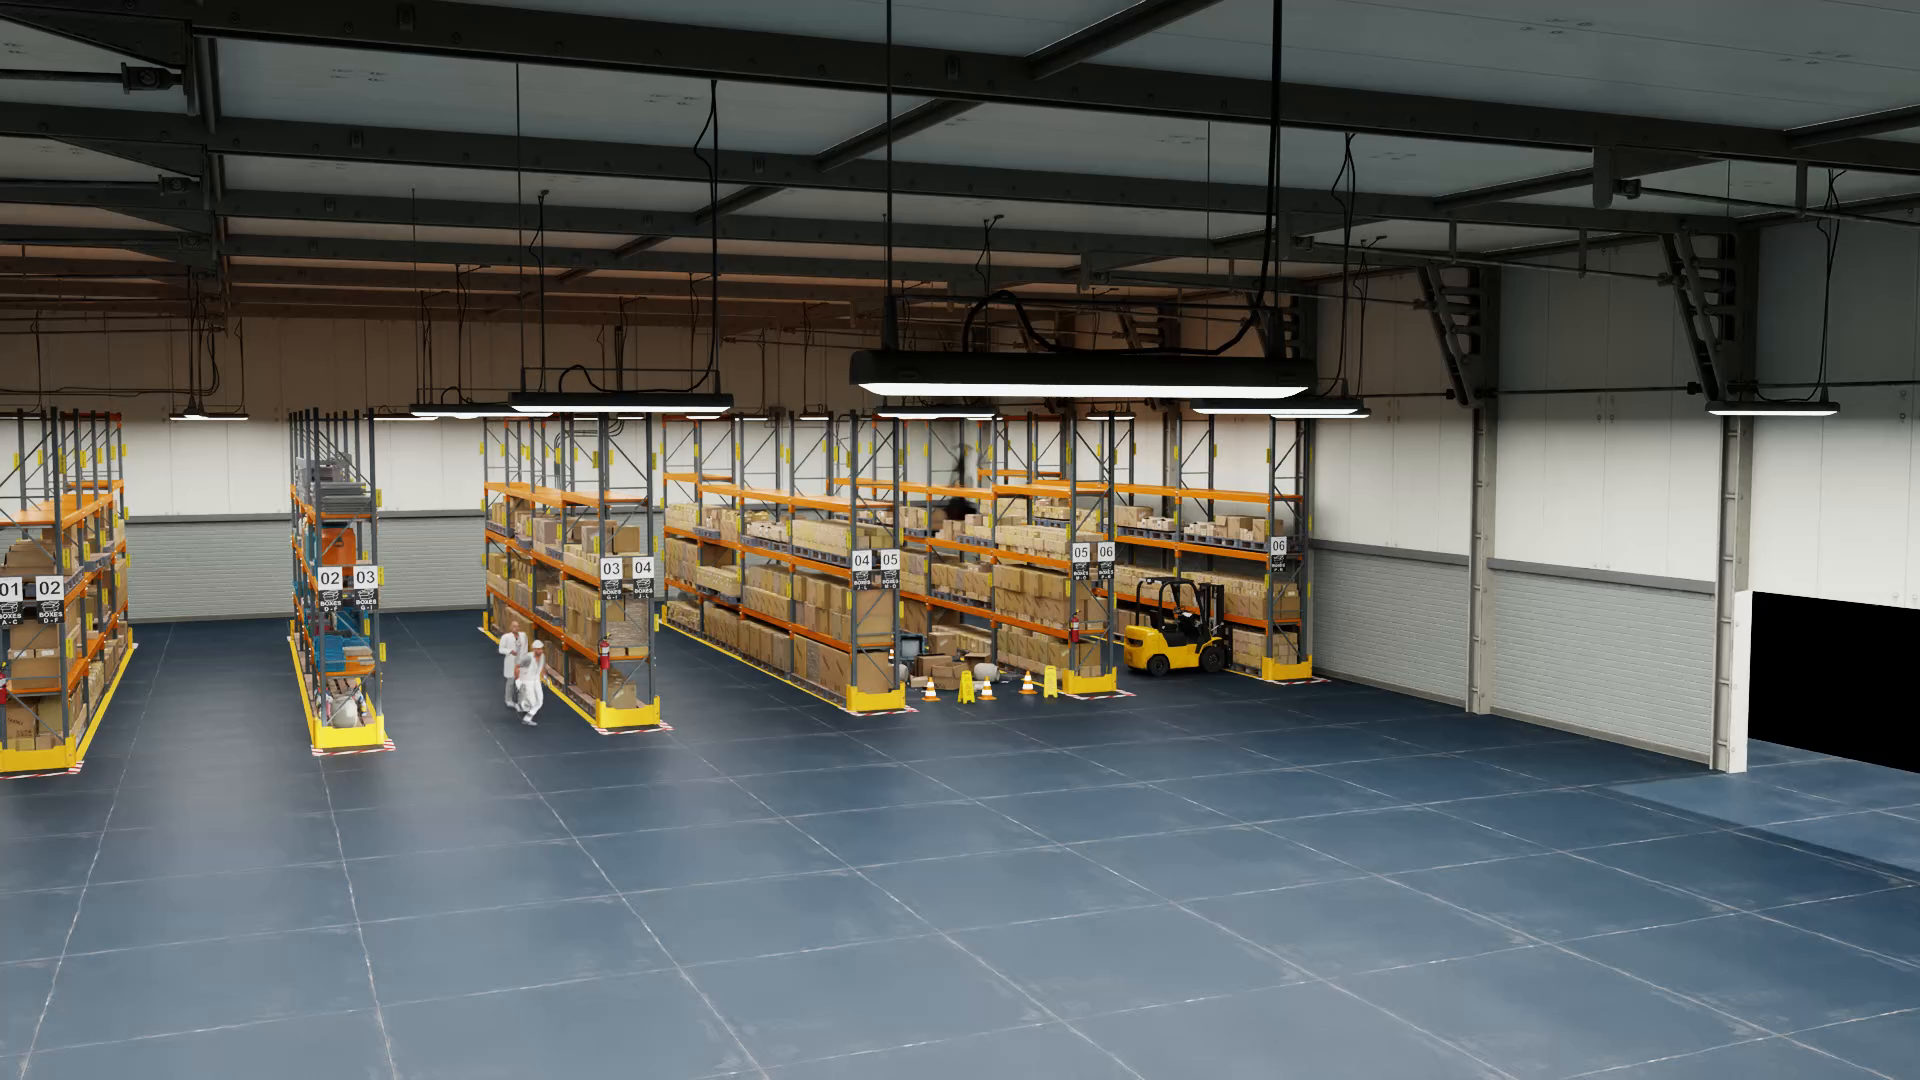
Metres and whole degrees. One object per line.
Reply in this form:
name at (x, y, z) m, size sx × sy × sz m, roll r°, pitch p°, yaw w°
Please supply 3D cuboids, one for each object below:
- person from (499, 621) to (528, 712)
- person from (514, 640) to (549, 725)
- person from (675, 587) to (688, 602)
person at (-8.893, 2.518, 33.194) m, size 0.640 × 1.835 × 0.908 m, roll -2°, pitch 5°, yaw -28°
person at (-8.148, 2.698, 31.491) m, size 0.789 × 1.639 × 0.662 m, roll 3°, pitch 5°, yaw 37°
person at (-8.086, 1.448, 49.098) m, size 0.758 × 1.748 × 0.746 m, roll 0°, pitch 4°, yaw -1°
